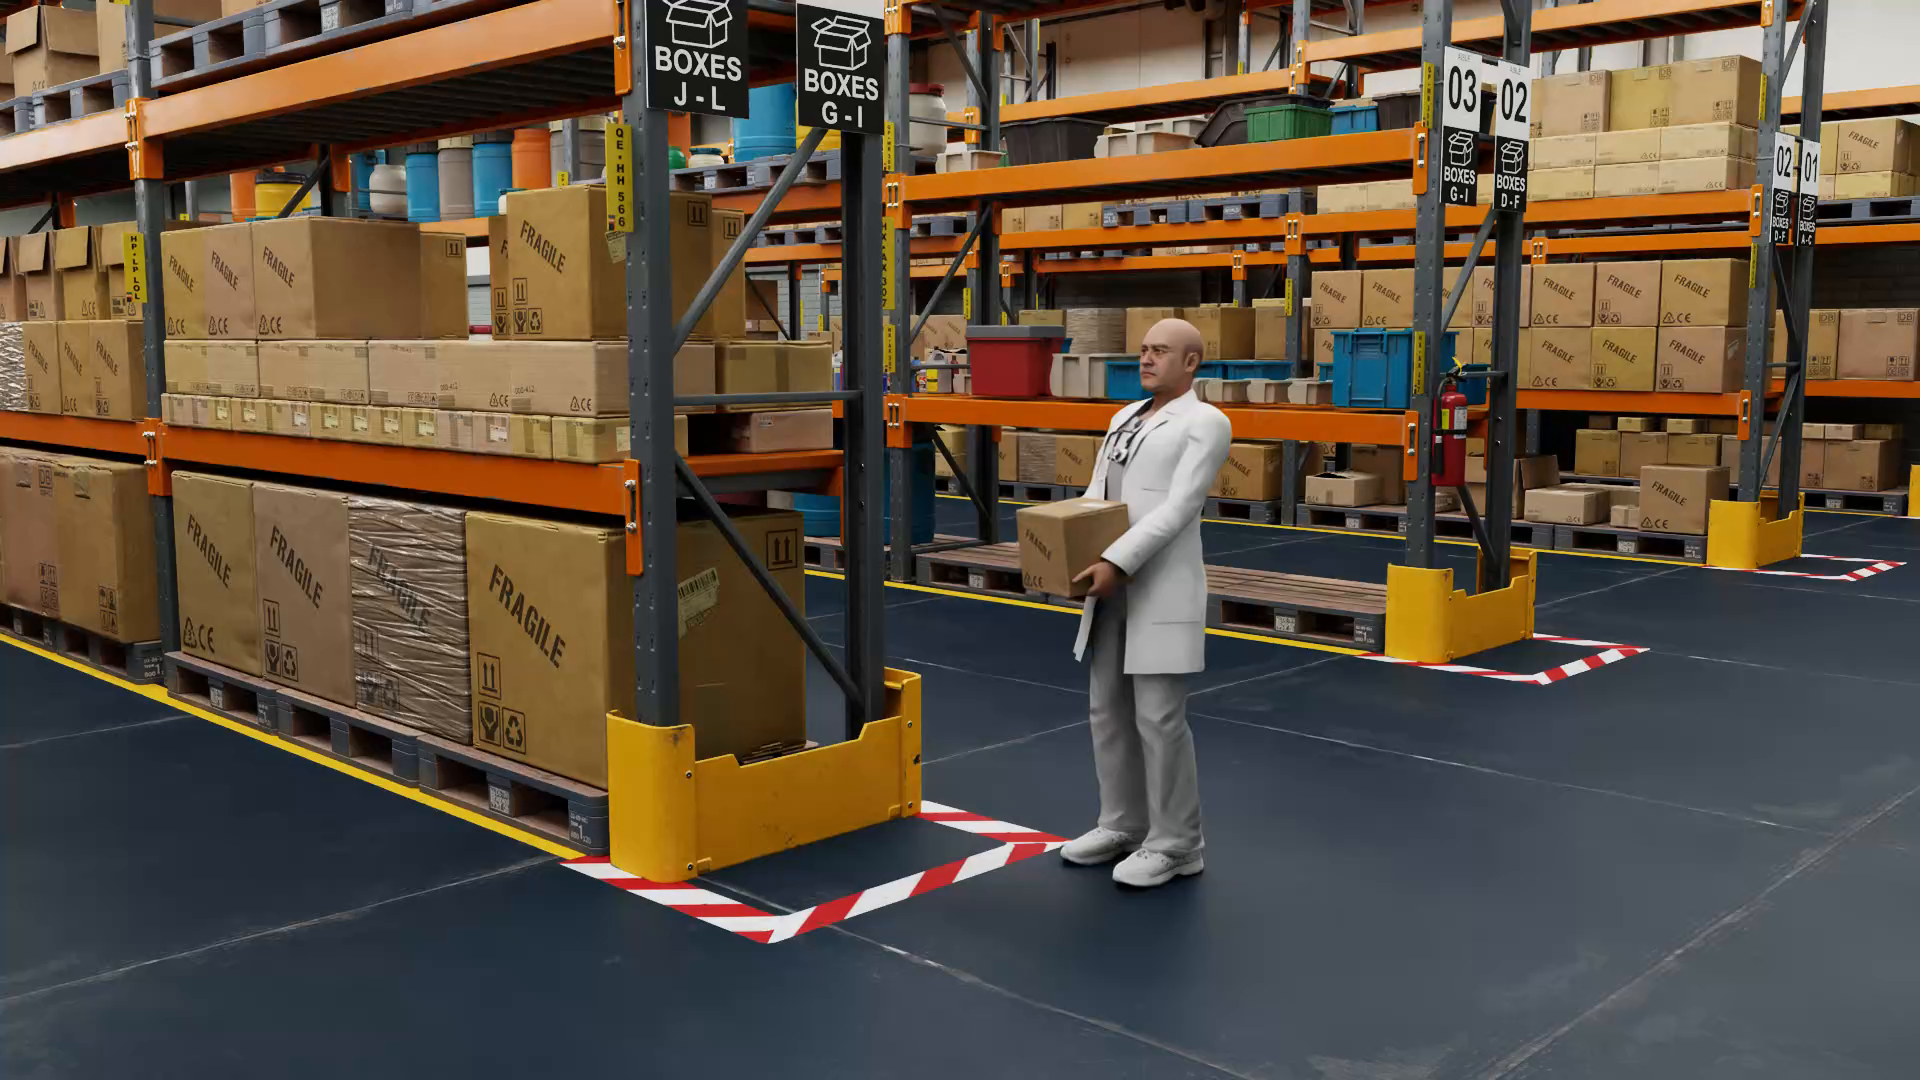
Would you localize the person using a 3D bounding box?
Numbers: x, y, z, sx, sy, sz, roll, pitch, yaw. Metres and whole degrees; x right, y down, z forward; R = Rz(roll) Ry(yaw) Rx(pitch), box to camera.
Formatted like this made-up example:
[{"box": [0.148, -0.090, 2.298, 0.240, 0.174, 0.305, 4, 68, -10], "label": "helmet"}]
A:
[{"box": [0.514, 0.191, 5.257, 0.563, 1.770, 0.530, -4, 8, -31], "label": "person"}]
